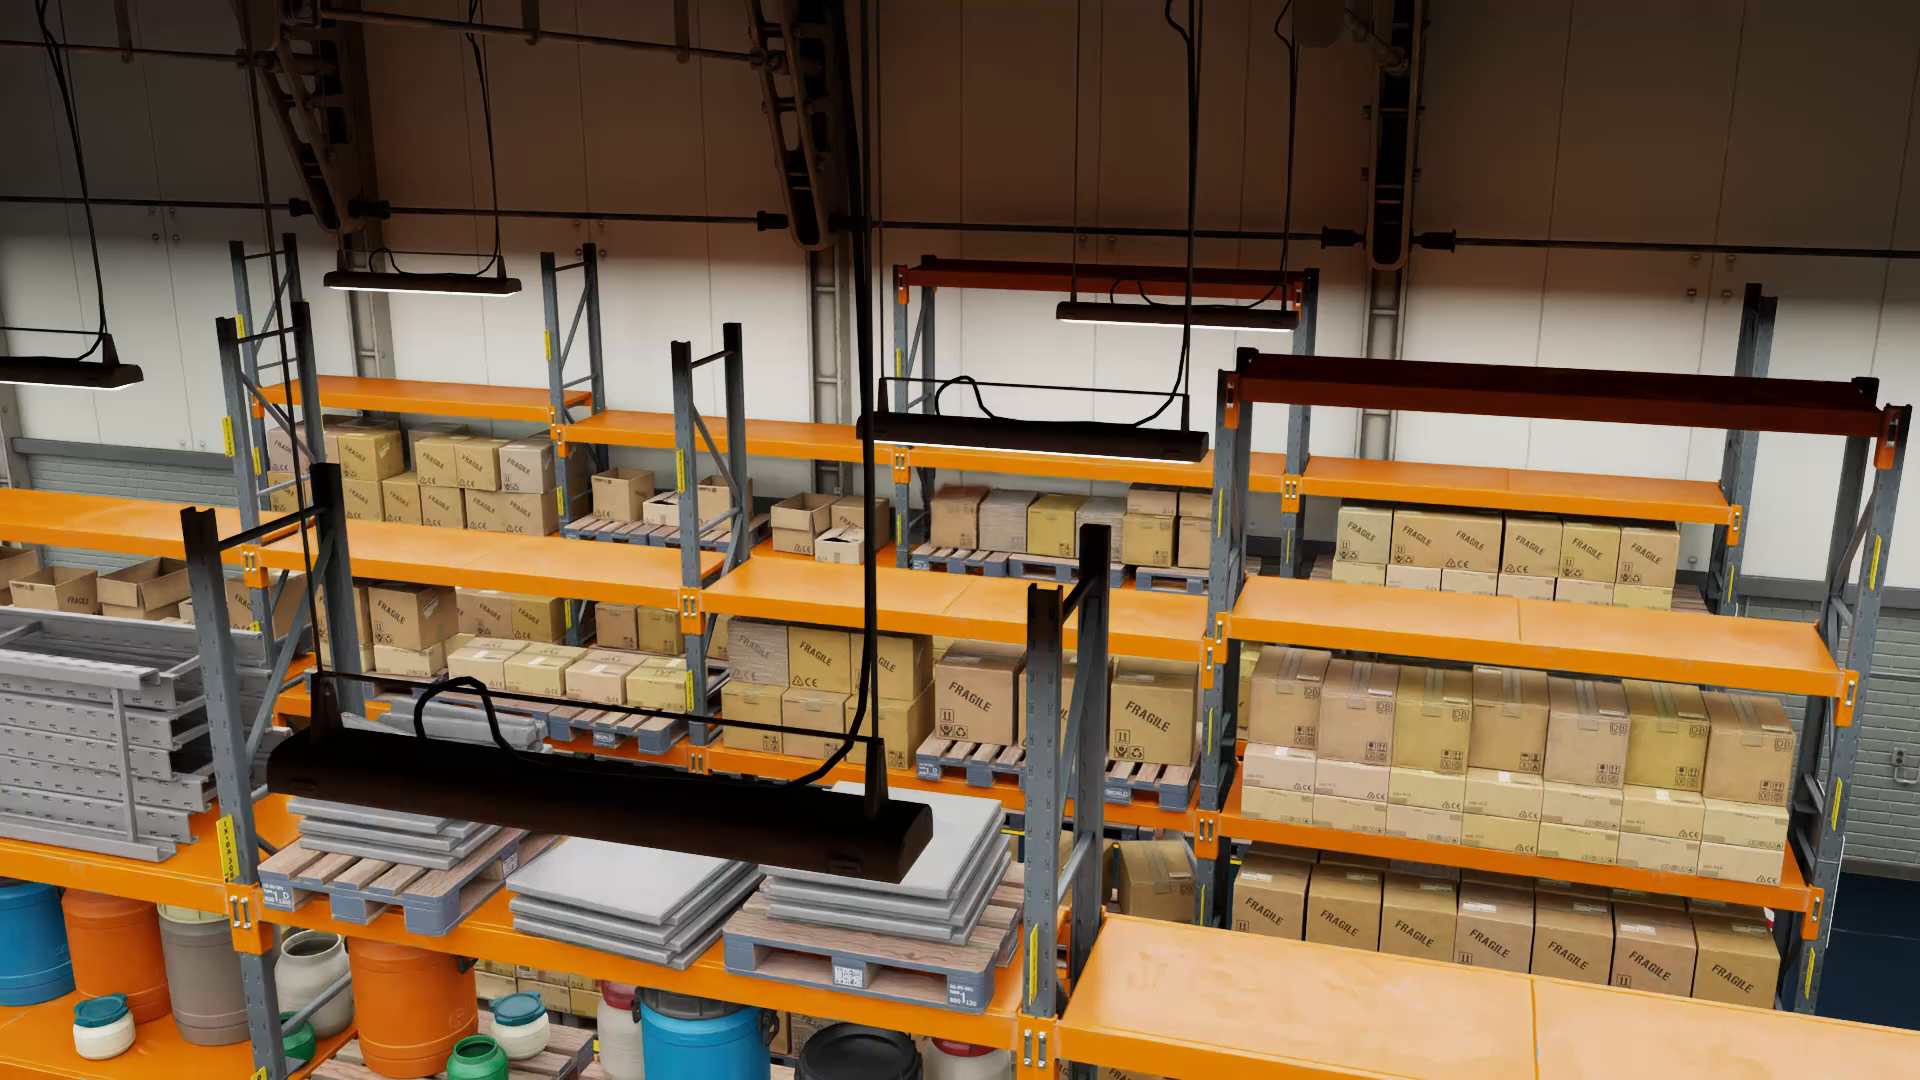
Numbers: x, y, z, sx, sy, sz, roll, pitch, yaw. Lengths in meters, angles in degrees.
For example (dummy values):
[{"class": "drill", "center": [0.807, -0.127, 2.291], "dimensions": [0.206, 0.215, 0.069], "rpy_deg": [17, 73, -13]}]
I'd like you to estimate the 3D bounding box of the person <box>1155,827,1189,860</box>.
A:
[{"class": "person", "center": [1.903, 2.726, 15.422], "dimensions": [0.468, 1.679, 0.481], "rpy_deg": [1, 16, 2]}]
